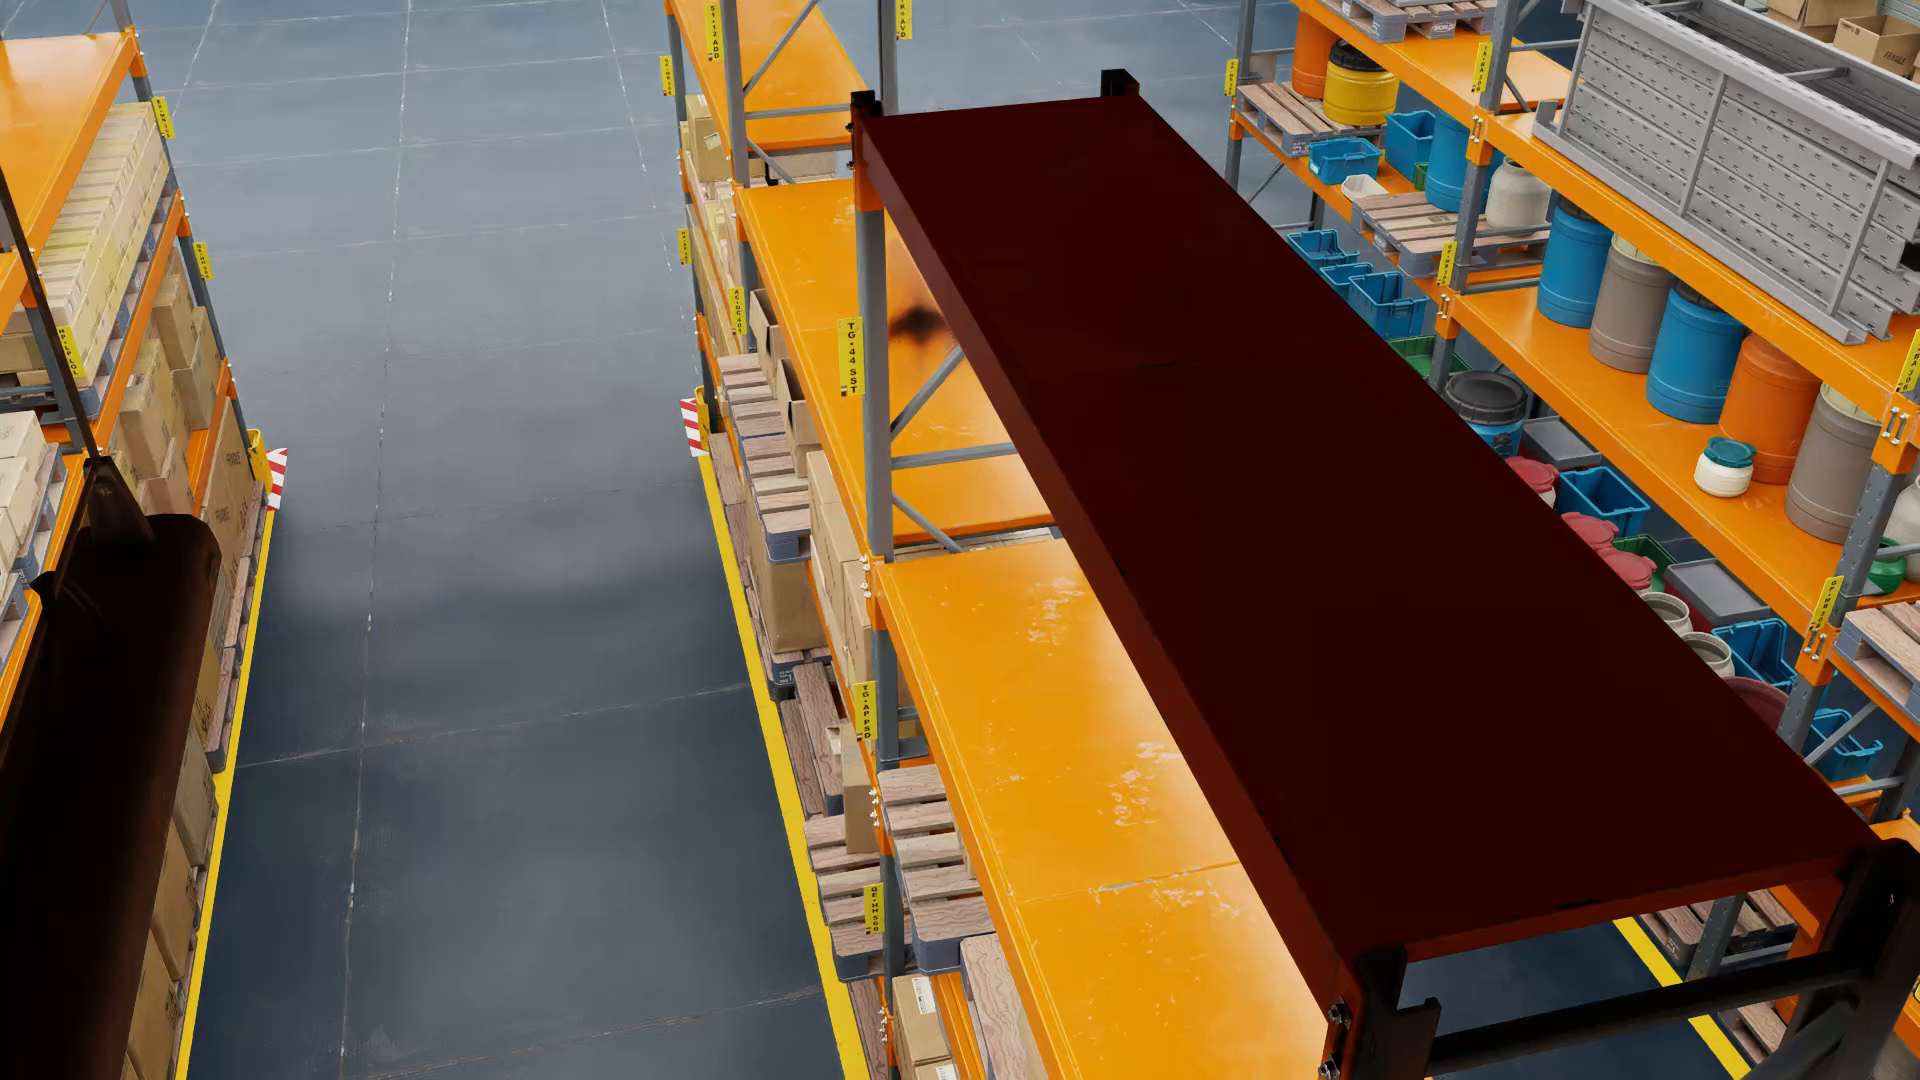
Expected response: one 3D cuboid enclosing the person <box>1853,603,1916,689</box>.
[{"bbox_3d":[6.869,0.617,11.980,0.518,1.388,0.458,-13,37,-18],"label":"person"}]
